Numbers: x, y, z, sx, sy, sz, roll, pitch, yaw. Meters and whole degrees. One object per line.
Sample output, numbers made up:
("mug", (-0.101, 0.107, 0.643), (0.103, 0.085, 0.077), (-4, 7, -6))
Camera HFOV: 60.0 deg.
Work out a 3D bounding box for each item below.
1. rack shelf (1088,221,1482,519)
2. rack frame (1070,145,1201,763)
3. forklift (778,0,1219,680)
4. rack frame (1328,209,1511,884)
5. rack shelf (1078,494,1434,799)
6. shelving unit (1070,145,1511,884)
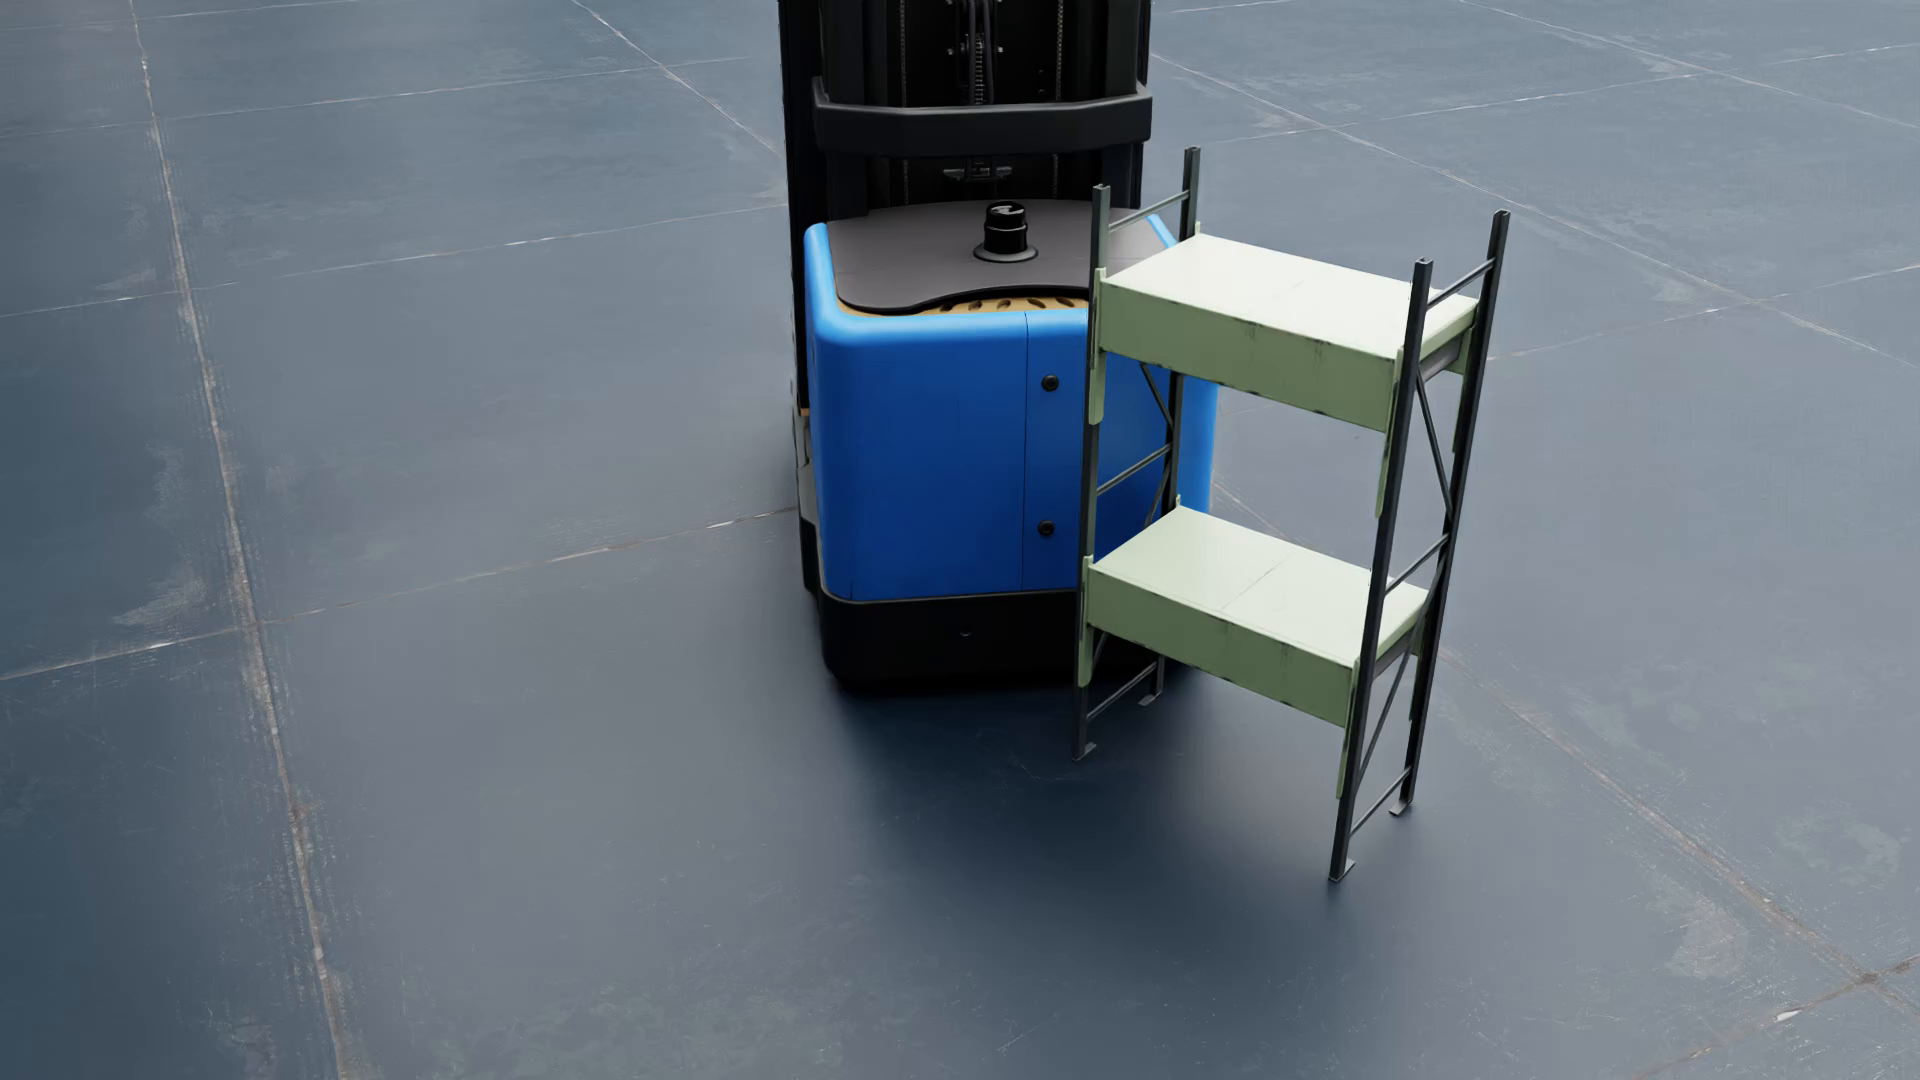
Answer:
("rack shelf", (0.699, -0.393, 3.618), (0.720, 0.370, 0.431), (21, 36, 33))
("rack frame", (0.414, -0.164, 4.009), (0.023, 1.500, 0.400), (21, 36, 33))
("forklift", (-0.015, -1.602, 5.110), (1.130, 2.935, 3.031), (-3, 29, -6))
("rack frame", (0.985, 0.060, 3.609), (0.023, 1.500, 0.400), (21, 36, 33))
("rack shelf", (0.700, 0.232, 3.969), (0.720, 0.370, 0.431), (21, 36, 33))
("shelving unit", (0.700, -0.052, 3.809), (0.755, 1.500, 0.431), (21, 36, 33))
